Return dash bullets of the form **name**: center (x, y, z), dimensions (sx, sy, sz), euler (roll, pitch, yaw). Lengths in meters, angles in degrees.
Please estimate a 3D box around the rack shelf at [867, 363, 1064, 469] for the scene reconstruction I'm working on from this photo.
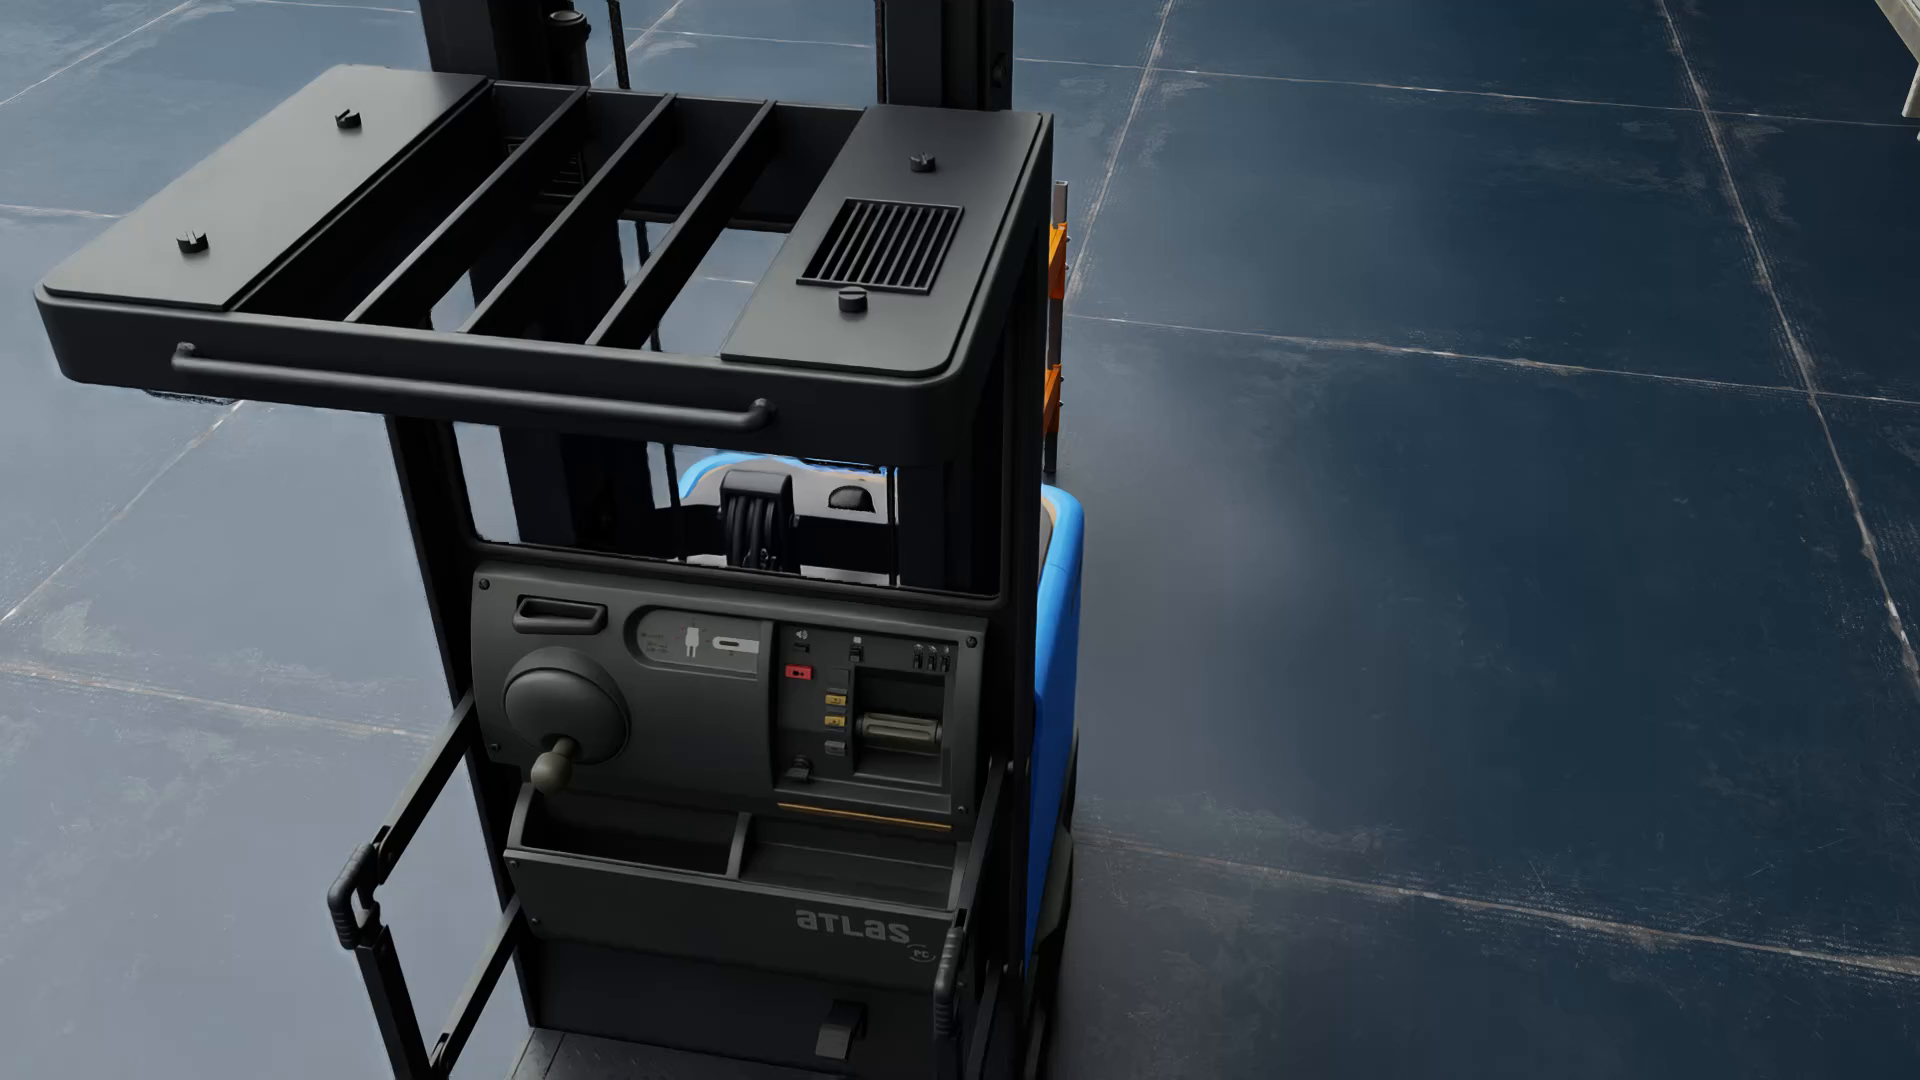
- **rack shelf**: center (-0.001, -0.254, 5.558), dimensions (0.538, 0.278, 1.000), euler (7, 37, 10)

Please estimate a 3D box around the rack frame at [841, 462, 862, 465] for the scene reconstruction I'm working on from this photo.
- **rack frame**: center (-0.110, -0.160, 5.012), dimensions (0.500, 1.125, 0.032), euler (7, 37, 10)

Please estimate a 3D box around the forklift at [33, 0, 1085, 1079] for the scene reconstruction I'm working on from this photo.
- **forklift**: center (-0.455, 0.349, 2.772), dimensions (1.130, 2.935, 3.031), euler (6, 36, 9)

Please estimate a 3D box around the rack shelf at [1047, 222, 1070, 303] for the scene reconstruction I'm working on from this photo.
- **rack shelf**: center (-0.001, -0.689, 5.243), dimensions (0.538, 0.278, 1.000), euler (7, 37, 10)

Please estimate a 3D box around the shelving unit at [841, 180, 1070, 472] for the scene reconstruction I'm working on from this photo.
- **shelving unit**: center (-0.001, -0.452, 5.415), dimensions (0.538, 1.125, 1.048), euler (7, 37, 10)

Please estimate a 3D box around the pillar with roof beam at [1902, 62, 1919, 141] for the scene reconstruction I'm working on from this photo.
- **pillar with roof beam**: center (0.947, -6.339, 6.828), dimensions (9.100, 9.000, 0.400), euler (7, 37, 10)

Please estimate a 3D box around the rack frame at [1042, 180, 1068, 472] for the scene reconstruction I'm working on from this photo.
- **rack frame**: center (0.107, -0.743, 5.817), dimensions (0.500, 1.125, 0.032), euler (7, 37, 10)
